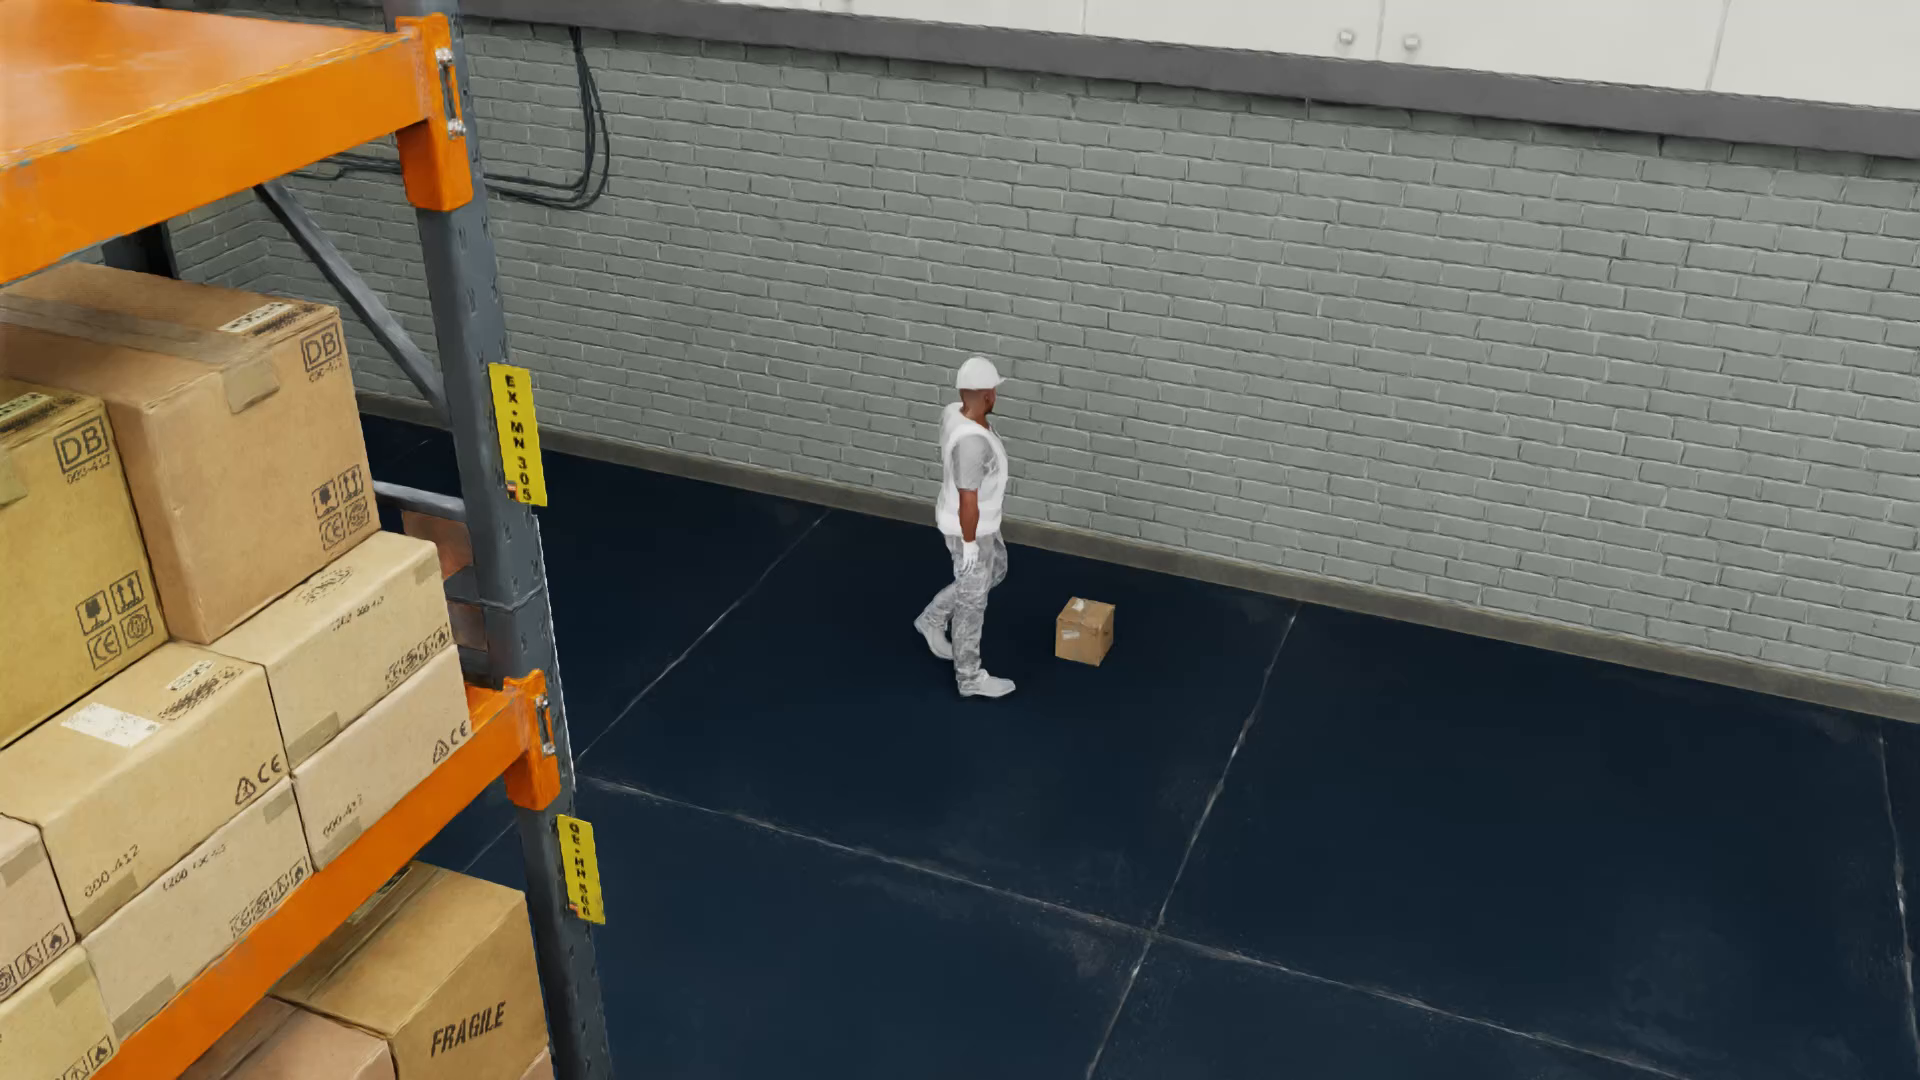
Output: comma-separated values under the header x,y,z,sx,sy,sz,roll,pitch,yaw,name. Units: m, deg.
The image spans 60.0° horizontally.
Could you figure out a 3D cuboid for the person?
x,y,z,sx,sy,sz,roll,pitch,yaw,name
0.018,-0.075,8.506,0.518,1.769,0.631,-2,29,-3,person
